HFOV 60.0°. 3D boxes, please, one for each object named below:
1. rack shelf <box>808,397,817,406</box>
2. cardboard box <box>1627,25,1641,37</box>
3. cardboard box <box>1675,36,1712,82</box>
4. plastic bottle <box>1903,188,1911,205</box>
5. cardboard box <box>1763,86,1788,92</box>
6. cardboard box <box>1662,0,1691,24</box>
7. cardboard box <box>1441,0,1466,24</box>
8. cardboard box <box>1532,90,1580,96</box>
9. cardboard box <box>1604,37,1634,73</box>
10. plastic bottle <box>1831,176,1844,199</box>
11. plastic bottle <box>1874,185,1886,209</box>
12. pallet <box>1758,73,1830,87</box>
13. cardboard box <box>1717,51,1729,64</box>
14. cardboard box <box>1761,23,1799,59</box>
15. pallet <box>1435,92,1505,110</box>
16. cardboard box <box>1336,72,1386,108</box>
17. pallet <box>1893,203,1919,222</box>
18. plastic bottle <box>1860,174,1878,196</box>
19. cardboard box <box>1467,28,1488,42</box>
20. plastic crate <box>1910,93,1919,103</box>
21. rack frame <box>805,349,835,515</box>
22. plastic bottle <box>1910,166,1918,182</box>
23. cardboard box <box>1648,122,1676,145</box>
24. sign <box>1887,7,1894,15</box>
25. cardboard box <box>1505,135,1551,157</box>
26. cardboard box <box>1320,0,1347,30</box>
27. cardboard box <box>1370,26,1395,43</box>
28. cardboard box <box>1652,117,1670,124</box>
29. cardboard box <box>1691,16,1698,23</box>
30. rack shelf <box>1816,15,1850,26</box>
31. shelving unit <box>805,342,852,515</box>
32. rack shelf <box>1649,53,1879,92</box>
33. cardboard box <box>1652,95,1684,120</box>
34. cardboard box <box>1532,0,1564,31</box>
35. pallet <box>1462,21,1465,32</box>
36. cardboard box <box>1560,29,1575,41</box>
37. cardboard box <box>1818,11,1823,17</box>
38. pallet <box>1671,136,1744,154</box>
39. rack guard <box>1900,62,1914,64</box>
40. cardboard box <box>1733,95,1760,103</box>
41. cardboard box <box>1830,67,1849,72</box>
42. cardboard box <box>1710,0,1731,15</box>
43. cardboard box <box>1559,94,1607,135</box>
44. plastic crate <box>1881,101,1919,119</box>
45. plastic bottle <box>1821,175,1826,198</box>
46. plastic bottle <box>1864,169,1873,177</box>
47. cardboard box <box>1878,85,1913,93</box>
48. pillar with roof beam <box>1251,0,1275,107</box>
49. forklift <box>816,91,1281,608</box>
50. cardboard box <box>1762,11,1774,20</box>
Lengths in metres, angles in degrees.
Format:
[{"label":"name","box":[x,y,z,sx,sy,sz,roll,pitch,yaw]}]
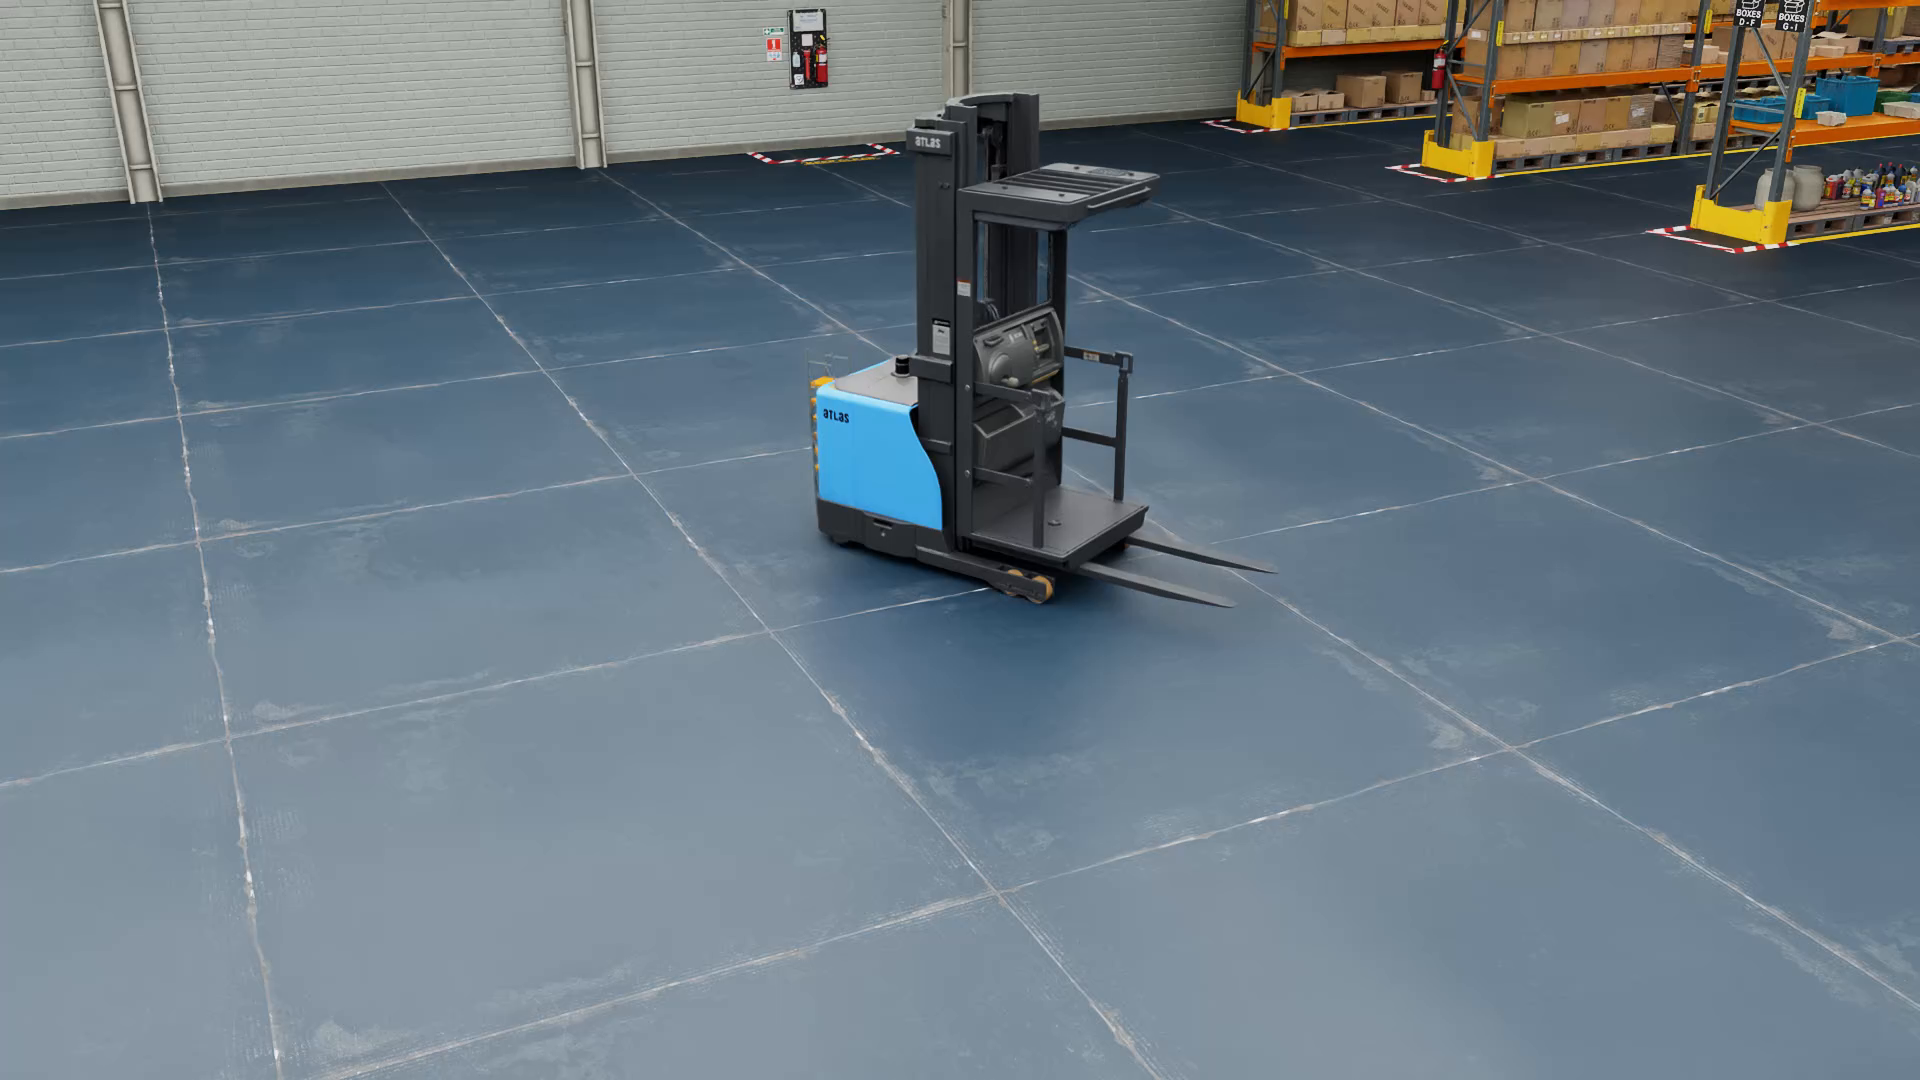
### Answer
[{"label":"rack shelf","box":[-0.882,-0.924,11.390,0.258,0.103,0.180,12,25,32]},{"label":"cardboard box","box":[9.790,-7.508,24.487,0.250,0.149,0.380,-11,25,-24]},{"label":"cardboard box","box":[13.824,-9.240,31.911,0.750,0.750,0.750,-11,25,-24]},{"label":"plastic bottle","box":[11.843,-4.305,20.813,0.097,0.201,0.097,0,22,0]},{"label":"cardboard box","box":[13.395,-7.219,27.082,0.500,0.311,0.500,-11,25,-25]},{"label":"cardboard box","box":[10.463,-8.019,24.873,0.500,0.500,0.700,-10,25,-23]},{"label":"cardboard box","box":[8.416,-9.257,28.881,0.500,0.500,0.500,-10,25,-24]},{"label":"cardboard box","box":[8.956,-6.500,25.098,0.500,0.500,0.500,-10,25,-24]},{"label":"cardboard box","box":[9.537,-7.248,24.707,0.500,0.500,0.700,-10,25,-23]},{"label":"plastic bottle","box":[11.151,-4.477,21.121,0.133,0.283,0.061,-10,25,-24]},{"label":"plastic bottle","box":[11.381,-4.251,20.573,0.133,0.283,0.061,-10,25,-23]},{"label":"pallet","box":[16.636,-9.293,33.425,1.213,0.211,1.003,-10,25,-24]},{"label":"cardboard box","box":[11.747,-7.409,25.556,0.250,0.149,0.380,-10,25,-24]},{"label":"cardboard box","box":[12.959,-7.875,26.221,0.500,0.500,0.500,-12,25,-26]},{"label":"pallet","box":[9.409,-7.997,30.293,1.213,0.211,1.003,-10,25,-24]},{"label":"cardboard box","box":[6.963,-7.823,28.920,0.500,0.500,0.700,-12,25,-27]},{"label":"pallet","box":[12.382,-4.356,21.497,1.213,0.211,1.003,-10,25,-24]},{"label":"plastic bottle","box":[11.631,-4.547,21.298,0.135,0.276,0.152,-10,25,-24]},{"label":"cardboard box","box":[7.517,-7.260,23.889,0.250,0.149,0.380,-11,25,-25]},{"label":"plastic crate","box":[12.125,-5.395,20.557,0.616,0.251,0.499,-10,25,-24]},{"label":"rack frame","box":[-0.927,-0.713,11.391,0.240,1.200,0.006,12,25,32]},{"label":"plastic bottle","box":[12.528,-4.782,21.873,0.097,0.271,0.097,0,22,0]},{"label":"cardboard box","box":[10.537,-6.220,25.401,0.500,0.250,0.500,-10,25,-24]},{"label":"sign","box":[14.708,-8.457,26.244,0.005,0.325,0.100,-10,25,-24]},{"label":"cardboard box","box":[8.284,-5.806,24.399,0.500,0.250,0.500,-10,25,-24]},{"label":"cardboard box","box":[6.114,-8.833,27.855,0.500,0.500,0.500,-10,25,-23]},{"label":"cardboard box","box":[7.061,-8.660,28.419,0.500,0.250,0.500,-10,25,-23]},{"label":"cardboard box","box":[11.108,-6.541,26.176,0.500,0.250,0.500,-11,25,-24]},{"label":"cardboard box","box":[13.857,-9.910,31.571,0.250,0.149,0.380,-10,25,-23]},{"label":"rack shelf","box":[17.719,-10.482,33.591,4.000,0.370,1.077,-10,25,-24]},{"label":"shelving unit","box":[-0.876,-0.742,11.461,0.258,1.200,0.189,12,25,32]},{"label":"rack shelf","box":[12.662,-7.448,26.262,4.000,0.370,1.077,-10,25,-24]},{"label":"cardboard box","box":[11.101,-6.798,26.063,0.500,0.311,0.500,-10,25,-24]},{"label":"cardboard box","box":[8.201,-7.602,23.866,0.500,0.500,0.700,-11,25,-25]},{"label":"pallet","box":[9.460,-9.144,29.668,1.213,0.211,1.003,-10,25,-24]},{"label":"cardboard box","box":[8.632,-7.294,23.970,0.250,0.149,0.380,-11,25,-25]},{"label":"cardboard box","box":[16.413,-10.705,32.798,0.700,0.700,0.980,-10,25,-23]},{"label":"pallet","box":[11.507,-6.296,26.184,1.213,0.211,1.003,-10,25,-24]},{"label":"rack guard","box":[19.543,-9.995,34.743,0.348,0.500,1.175,-10,25,-24]},{"label":"cardboard box","box":[12.260,-6.782,26.025,0.500,0.311,0.500,-11,25,-25]},{"label":"cardboard box","box":[17.553,-9.777,33.666,0.500,0.500,0.700,-10,24,-22]},{"label":"cardboard box","box":[14.251,-10.259,31.566,0.500,0.500,0.500,-10,24,-22]},{"label":"cardboard box","box":[9.188,-6.316,24.651,0.500,0.500,0.500,-10,25,-24]},{"label":"plastic crate","box":[11.652,-5.263,20.387,0.437,0.136,0.530,-10,25,-24]},{"label":"plastic bottle","box":[10.963,-4.507,21.193,0.133,0.283,0.061,-10,24,-22]},{"label":"plastic bottle","box":[11.761,-4.654,21.548,0.133,0.283,0.061,-9,24,-21]},{"label":"cardboard box","box":[15.468,-7.227,27.479,0.500,0.500,0.500,-11,25,-26]},{"label":"pillar with roof beam","box":[7.227,-10.195,24.112,0.400,9.000,9.100,-10,25,-24]},{"label":"forklift","box":[0.543,-1.190,10.294,3.031,2.935,1.130,15,27,32]},{"label":"cardboard box","box":[15.518,-10.172,32.204,0.250,0.149,0.380,-10,24,-23]}]
